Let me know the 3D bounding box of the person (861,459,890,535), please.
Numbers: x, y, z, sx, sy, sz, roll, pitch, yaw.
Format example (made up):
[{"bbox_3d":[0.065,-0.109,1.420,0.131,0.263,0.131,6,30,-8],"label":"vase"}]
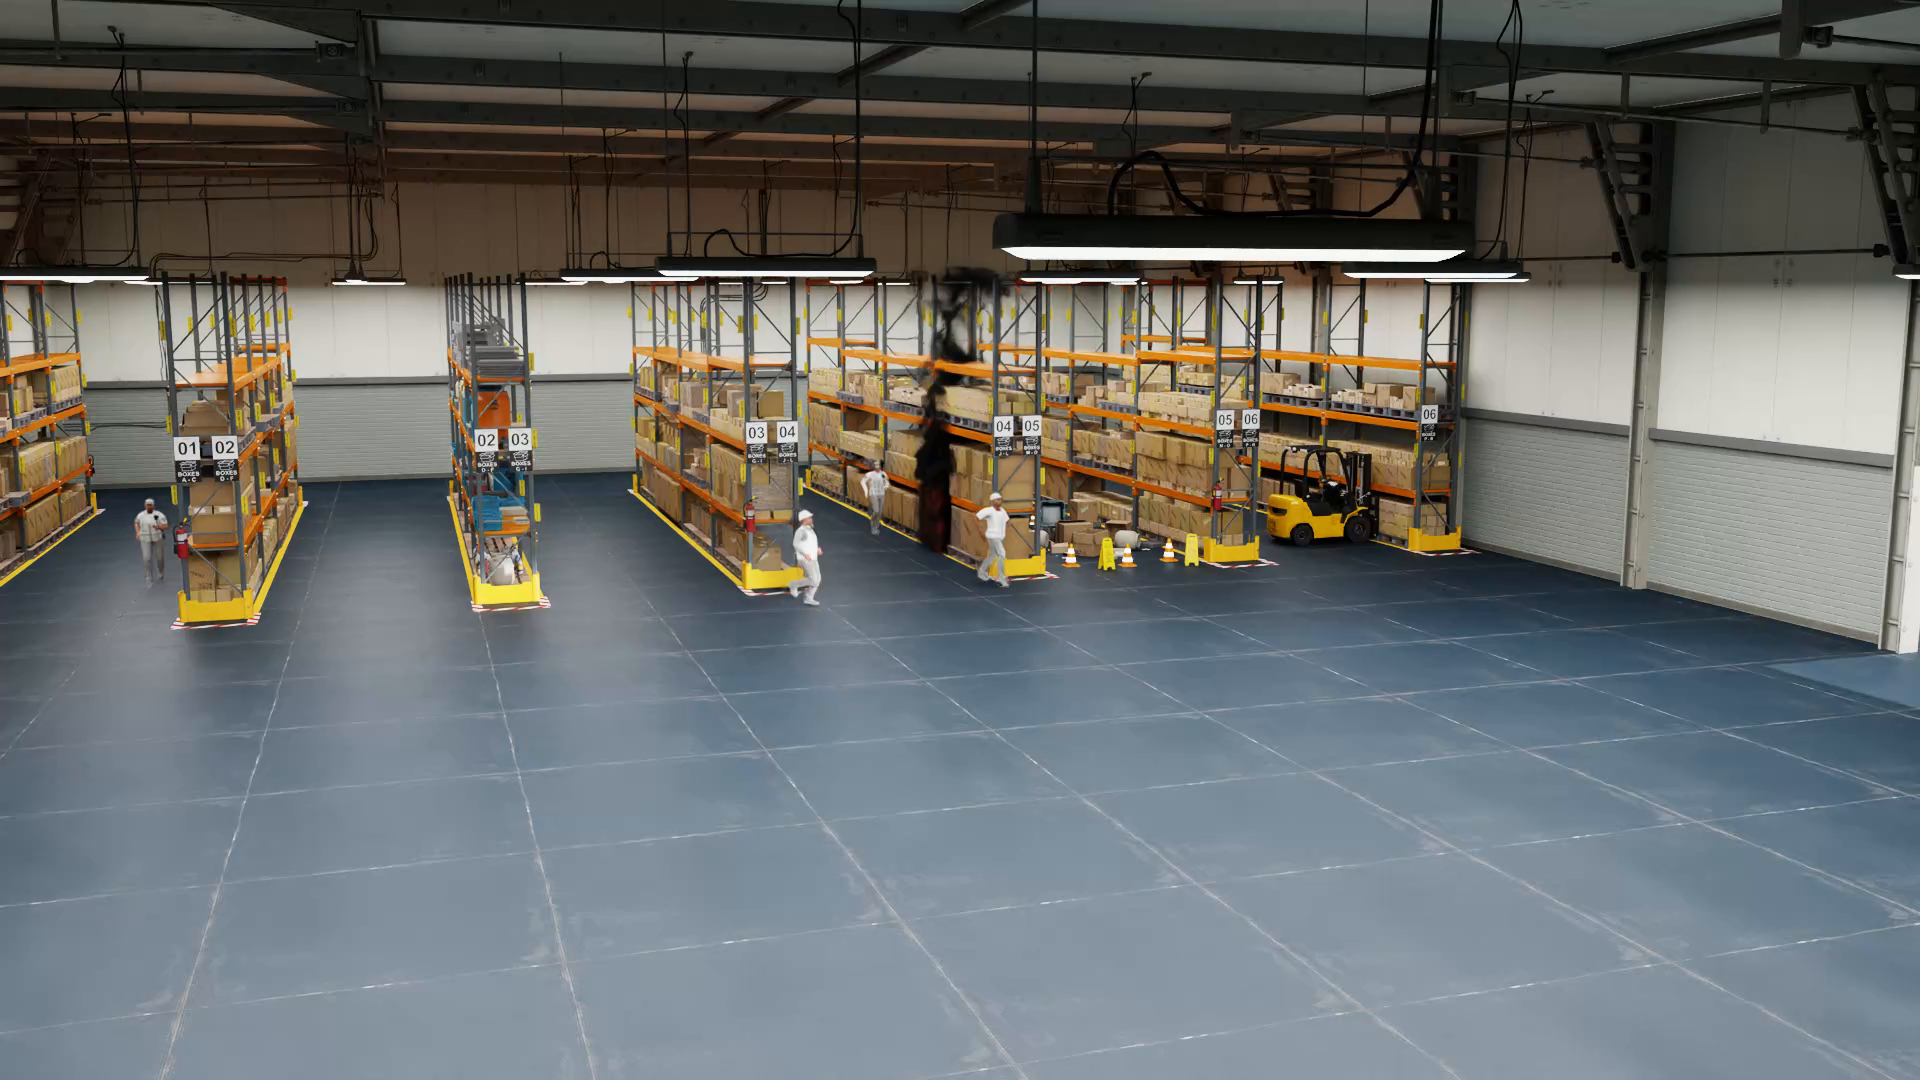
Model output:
[{"bbox_3d":[-1.831,-0.960,36.976,0.593,1.696,0.605,-3,9,-22],"label":"person"}]

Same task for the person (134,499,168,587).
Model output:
[{"bbox_3d":[-15.688,0.028,32.296,0.602,1.652,0.940,-4,9,-24],"label":"person"}]

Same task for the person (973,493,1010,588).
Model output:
[{"bbox_3d":[0.706,-0.013,32.306,0.818,1.813,0.748,5,10,31],"label":"person"}]

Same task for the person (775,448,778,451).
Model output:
[{"bbox_3d":[-5.603,-2.266,48.195,0.599,1.522,0.668,5,10,32],"label":"person"}]

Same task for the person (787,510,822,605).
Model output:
[{"bbox_3d":[-2.825,0.322,30.318,0.596,1.736,0.661,2,9,15],"label":"person"}]
